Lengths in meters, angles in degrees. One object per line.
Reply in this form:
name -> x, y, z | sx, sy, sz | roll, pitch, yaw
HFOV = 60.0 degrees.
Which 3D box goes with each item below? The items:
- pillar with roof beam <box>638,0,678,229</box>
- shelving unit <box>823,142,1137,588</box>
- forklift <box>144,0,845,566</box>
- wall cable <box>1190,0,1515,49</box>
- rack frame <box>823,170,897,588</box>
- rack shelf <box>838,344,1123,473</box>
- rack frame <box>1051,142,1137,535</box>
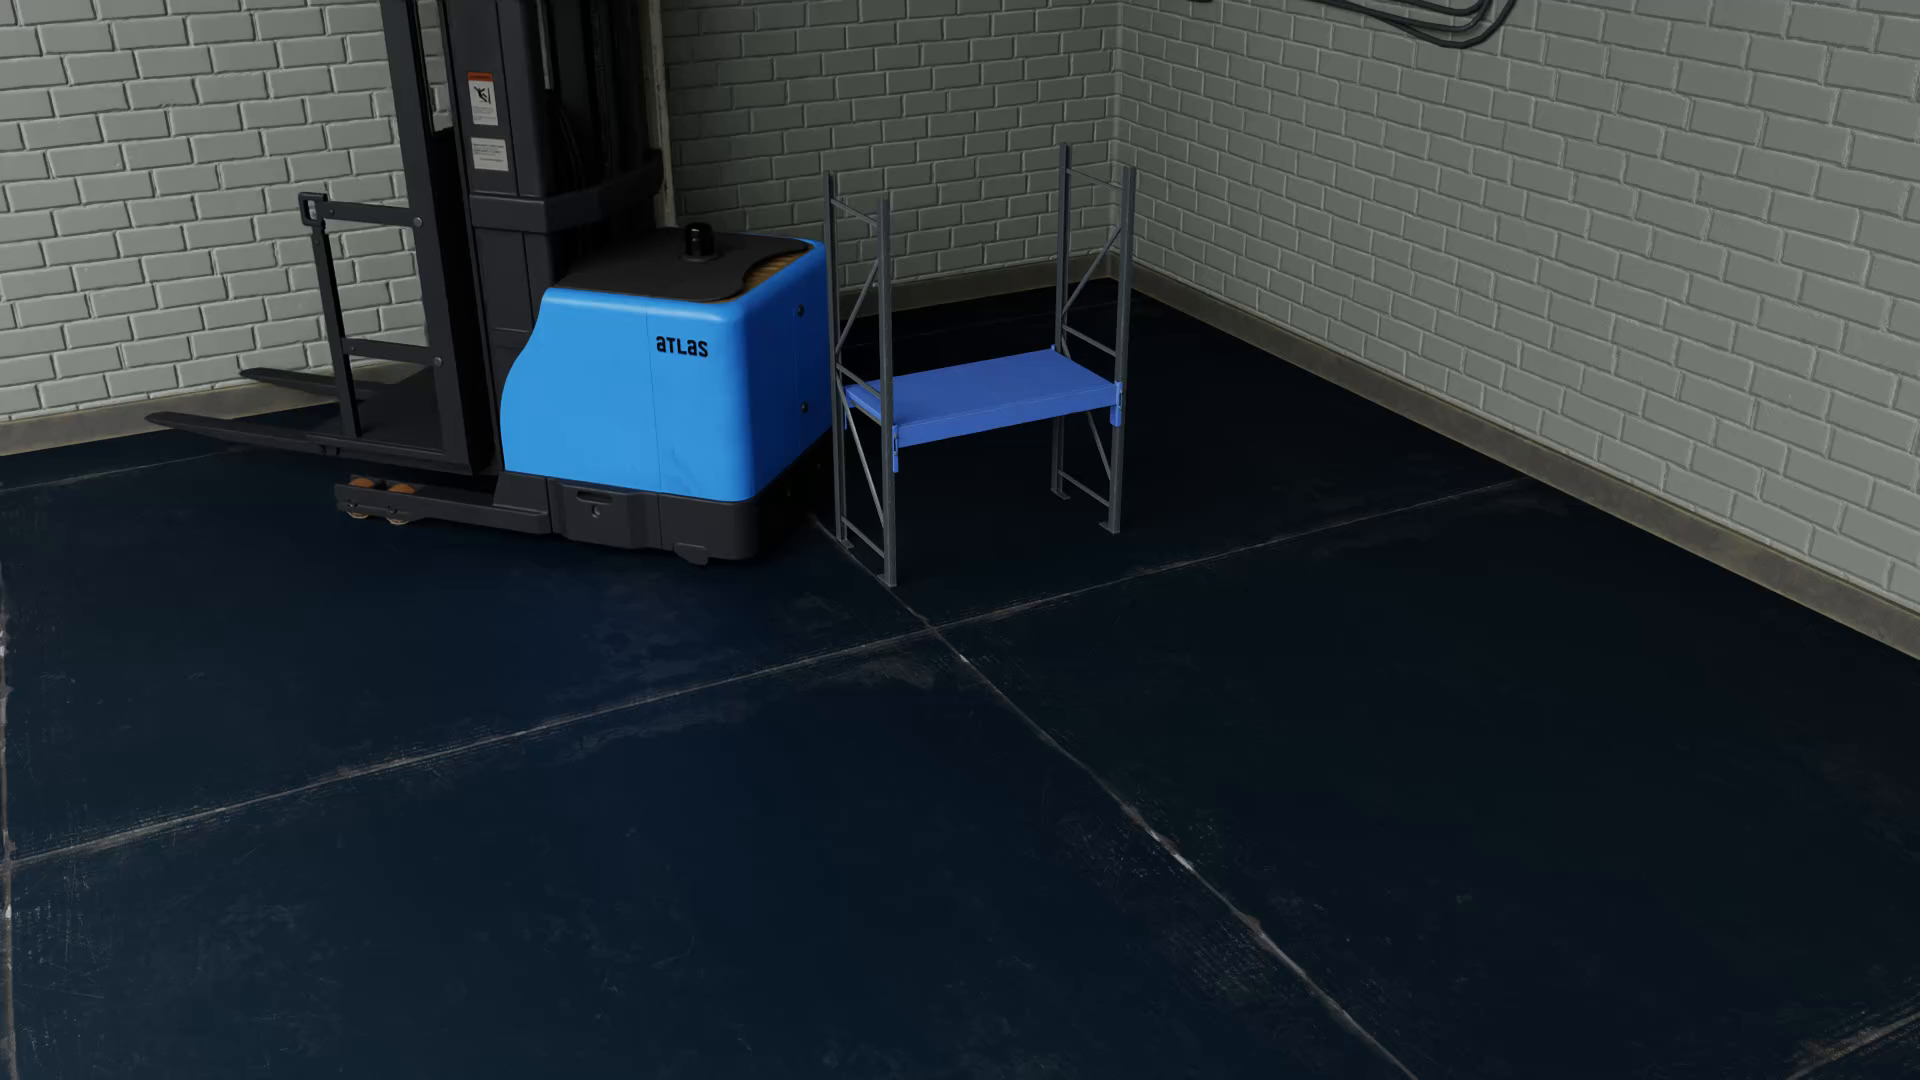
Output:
pillar with roof beam -> 0.360, -3.354, 3.339 | 0.400, 9.000, 9.100 | -13, 29, -25
shelving unit -> 0.075, -0.693, 6.462 | 1.048, 1.500, 0.538 | -13, 29, -25
forklift -> -2.074, -1.589, 6.674 | 3.031, 2.935, 1.130 | 8, 27, 17
wall cable -> 1.556, -3.693, 7.633 | 0.112, 2.526, 3.097 | -13, 29, -25
rack frame -> -0.373, -0.590, 6.246 | 0.032, 1.500, 0.500 | -13, 29, -25
rack shelf -> 0.075, -0.531, 6.539 | 1.000, 0.185, 0.538 | -13, 29, -25
rack frame -> 0.524, -0.797, 6.677 | 0.032, 1.500, 0.500 | -13, 29, -25
